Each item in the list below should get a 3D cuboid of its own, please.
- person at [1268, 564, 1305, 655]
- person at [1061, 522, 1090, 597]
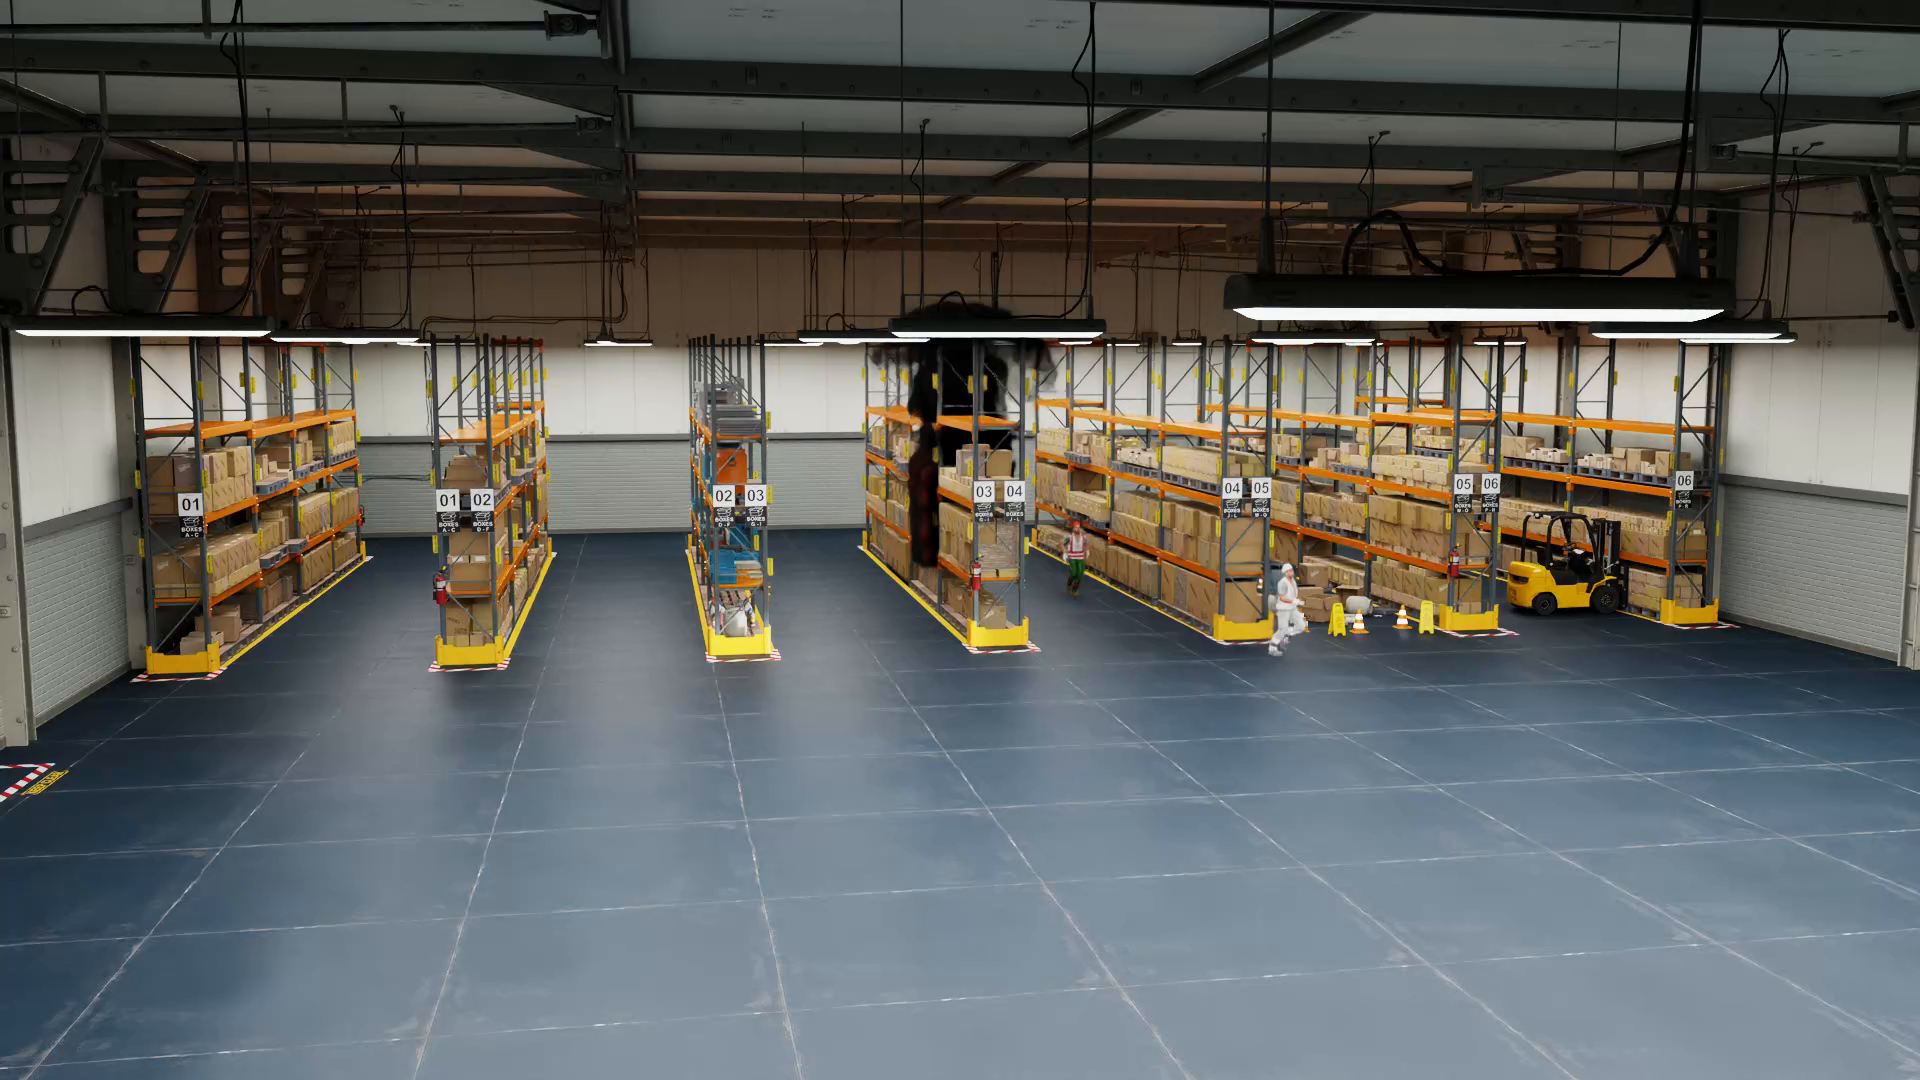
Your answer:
[{"bbox_3d":[6.143,1.298,31.010,0.759,1.735,0.690,6,9,42],"label":"person"},{"bbox_3d":[2.699,0.444,38.507,0.654,1.749,0.583,-2,7,-15],"label":"person"}]
